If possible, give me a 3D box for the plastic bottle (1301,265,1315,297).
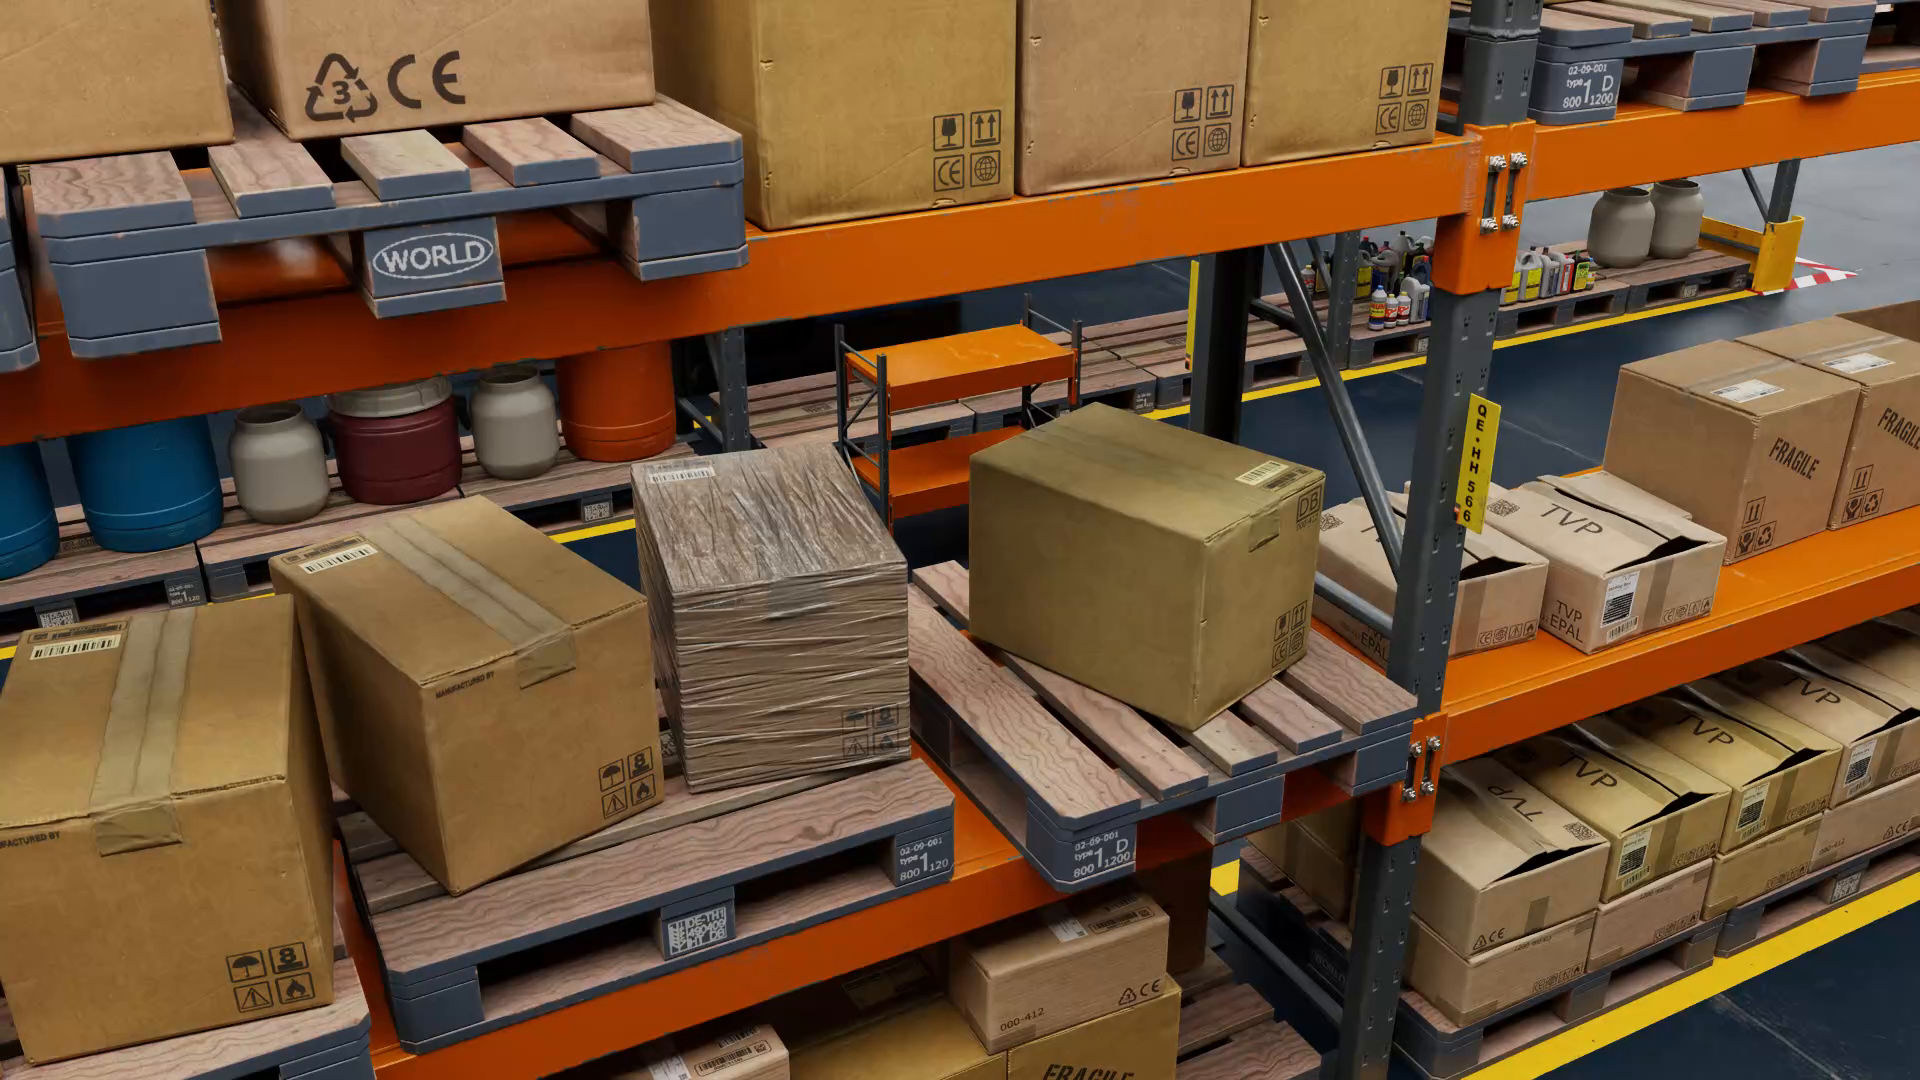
[{"bbox_3d":[2.323,-1.734,11.120,0.097,0.201,0.097,0,26,0],"label":"plastic bottle"}]

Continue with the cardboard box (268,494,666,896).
[{"bbox_3d":[-1.052,0.300,3.559,0.500,0.500,0.700,-22,33,-38],"label":"cardboard box"}]

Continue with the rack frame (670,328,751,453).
[{"bbox_3d":[-1.380,-1.789,8.511,0.127,3.000,1.000,-13,29,-25],"label":"rack frame"}]

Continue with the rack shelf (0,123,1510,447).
[{"bbox_3d":[-0.817,-0.517,3.227,4.000,0.370,1.077,-13,29,-25],"label":"rack shelf"}]

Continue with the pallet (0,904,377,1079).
[{"bbox_3d":[-1.825,0.883,3.166,1.213,0.211,1.003,-13,29,-25],"label":"pallet"}]

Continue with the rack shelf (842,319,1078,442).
[{"bbox_3d":[-0.006,-0.770,7.877,1.000,0.278,0.538,-13,29,-25],"label":"rack shelf"}]

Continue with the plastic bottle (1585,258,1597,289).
[{"bbox_3d":[4.265,-1.814,11.287,0.097,0.201,0.097,0,26,0],"label":"plastic bottle"}]

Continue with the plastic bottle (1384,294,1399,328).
[{"bbox_3d":[2.727,-1.459,10.548,0.097,0.201,0.097,0,26,0],"label":"plastic bottle"}]

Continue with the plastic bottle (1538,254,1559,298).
[{"bbox_3d":[3.907,-1.778,11.127,0.135,0.276,0.152,-14,29,-27],"label":"plastic bottle"}]

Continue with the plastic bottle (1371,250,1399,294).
[{"bbox_3d":[2.843,-1.803,11.179,0.135,0.276,0.152,-13,29,-25],"label":"plastic bottle"}]

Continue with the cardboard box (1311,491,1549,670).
[{"bbox_3d":[1.289,0.086,4.708,0.500,0.311,0.500,-11,28,-22],"label":"cardboard box"}]

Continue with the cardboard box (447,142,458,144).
[{"bbox_3d":[-4.329,-2.780,12.544,0.875,0.875,1.225,-14,29,-27],"label":"cardboard box"}]

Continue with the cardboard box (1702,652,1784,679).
[{"bbox_3d":[2.639,0.389,6.019,0.500,0.311,0.500,-12,28,-24],"label":"cardboard box"}]

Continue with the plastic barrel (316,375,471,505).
[{"bbox_3d":[-2.800,-0.555,8.242,0.708,0.588,0.600,-13,29,-25],"label":"plastic barrel"}]

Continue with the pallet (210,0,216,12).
[{"bbox_3d":[-7.683,-5.090,15.608,1.213,0.211,1.003,-13,29,-25],"label":"pallet"}]

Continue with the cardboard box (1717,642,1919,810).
[{"bbox_3d":[2.912,0.588,5.603,0.500,0.311,0.500,-13,29,-26],"label":"cardboard box"}]

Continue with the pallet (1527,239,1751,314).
[{"bbox_3d":[4.915,-1.965,12.098,1.213,0.211,1.003,-13,29,-25],"label":"pallet"}]

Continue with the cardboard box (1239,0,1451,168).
[{"bbox_3d":[0.579,-1.192,3.687,0.500,0.500,0.910,-13,29,-25],"label":"cardboard box"}]

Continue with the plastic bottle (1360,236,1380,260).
[{"bbox_3d":[2.752,-1.888,11.270,0.185,0.351,0.144,-15,29,-28],"label":"plastic bottle"}]

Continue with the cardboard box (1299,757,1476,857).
[{"bbox_3d":[1.294,0.700,5.370,0.500,0.311,0.500,-12,28,-24],"label":"cardboard box"}]

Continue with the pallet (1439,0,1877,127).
[{"bbox_3d":[1.504,-1.336,4.320,1.003,0.211,1.213,-12,28,-23],"label":"pallet"}]

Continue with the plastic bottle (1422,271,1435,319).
[{"bbox_3d":[3.057,-1.614,10.698,0.185,0.351,0.144,-12,28,-24],"label":"plastic bottle"}]

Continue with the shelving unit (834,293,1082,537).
[{"bbox_3d":[-0.006,-0.506,8.004,1.048,1.125,0.538,-13,29,-25],"label":"shelving unit"}]

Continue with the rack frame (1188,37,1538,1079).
[{"bbox_3d":[0.948,0.103,4.569,0.127,3.000,1.000,-13,29,-25],"label":"rack frame"}]

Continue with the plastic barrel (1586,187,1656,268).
[{"bbox_3d":[4.692,-2.221,11.800,0.421,0.512,0.421,0,26,0],"label":"plastic barrel"}]

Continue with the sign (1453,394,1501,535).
[{"bbox_3d":[1.211,-0.178,3.908,0.005,0.325,0.100,-13,29,-25],"label":"sign"}]

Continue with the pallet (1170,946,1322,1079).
[{"bbox_3d":[0.271,1.498,4.886,1.213,0.211,1.003,-13,29,-25],"label":"pallet"}]

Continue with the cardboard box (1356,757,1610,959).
[{"bbox_3d":[1.548,0.906,4.941,0.500,0.311,0.500,-12,28,-23],"label":"cardboard box"}]

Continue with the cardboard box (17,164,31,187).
[{"bbox_3d":[-6.685,-2.236,11.410,0.875,0.875,1.225,-13,29,-25],"label":"cardboard box"}]

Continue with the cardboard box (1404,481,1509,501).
[{"bbox_3d":[1.611,-0.072,5.225,0.250,0.149,0.380,-13,29,-25],"label":"cardboard box"}]

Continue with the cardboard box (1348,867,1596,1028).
[{"bbox_3d":[1.548,1.159,5.062,0.500,0.250,0.500,-13,29,-25],"label":"cardboard box"}]

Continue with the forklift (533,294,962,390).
[{"bbox_3d":[-1.534,-2.499,10.069,3.031,2.935,1.130,-13,28,-25],"label":"forklift"}]

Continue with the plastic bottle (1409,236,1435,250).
[{"bbox_3d":[3.182,-1.952,11.489,0.135,0.276,0.152,-12,28,-24],"label":"plastic bottle"}]

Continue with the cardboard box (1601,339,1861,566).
[{"bbox_3d":[2.421,-0.290,5.272,0.500,0.500,0.500,-15,29,-28],"label":"cardboard box"}]

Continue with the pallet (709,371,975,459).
[{"bbox_3d":[-0.678,-0.675,9.412,1.213,0.211,1.003,-13,29,-25],"label":"pallet"}]

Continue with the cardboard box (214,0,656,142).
[{"bbox_3d":[-0.927,-1.061,2.812,0.600,0.600,0.600,-14,29,-27],"label":"cardboard box"}]

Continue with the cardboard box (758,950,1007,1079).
[{"bbox_3d":[-0.224,1.417,4.212,0.500,0.500,0.500,-14,29,-27],"label":"cardboard box"}]

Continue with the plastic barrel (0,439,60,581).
[{"bbox_3d":[-4.421,-0.322,7.395,0.708,0.901,0.600,-13,29,-25],"label":"plastic barrel"}]

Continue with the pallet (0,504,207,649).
[{"bbox_3d":[-4.209,0.141,7.712,1.213,0.211,1.003,-13,29,-25],"label":"pallet"}]

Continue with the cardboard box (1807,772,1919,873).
[{"bbox_3d":[2.900,0.844,5.719,0.500,0.250,0.500,-12,28,-24],"label":"cardboard box"}]
